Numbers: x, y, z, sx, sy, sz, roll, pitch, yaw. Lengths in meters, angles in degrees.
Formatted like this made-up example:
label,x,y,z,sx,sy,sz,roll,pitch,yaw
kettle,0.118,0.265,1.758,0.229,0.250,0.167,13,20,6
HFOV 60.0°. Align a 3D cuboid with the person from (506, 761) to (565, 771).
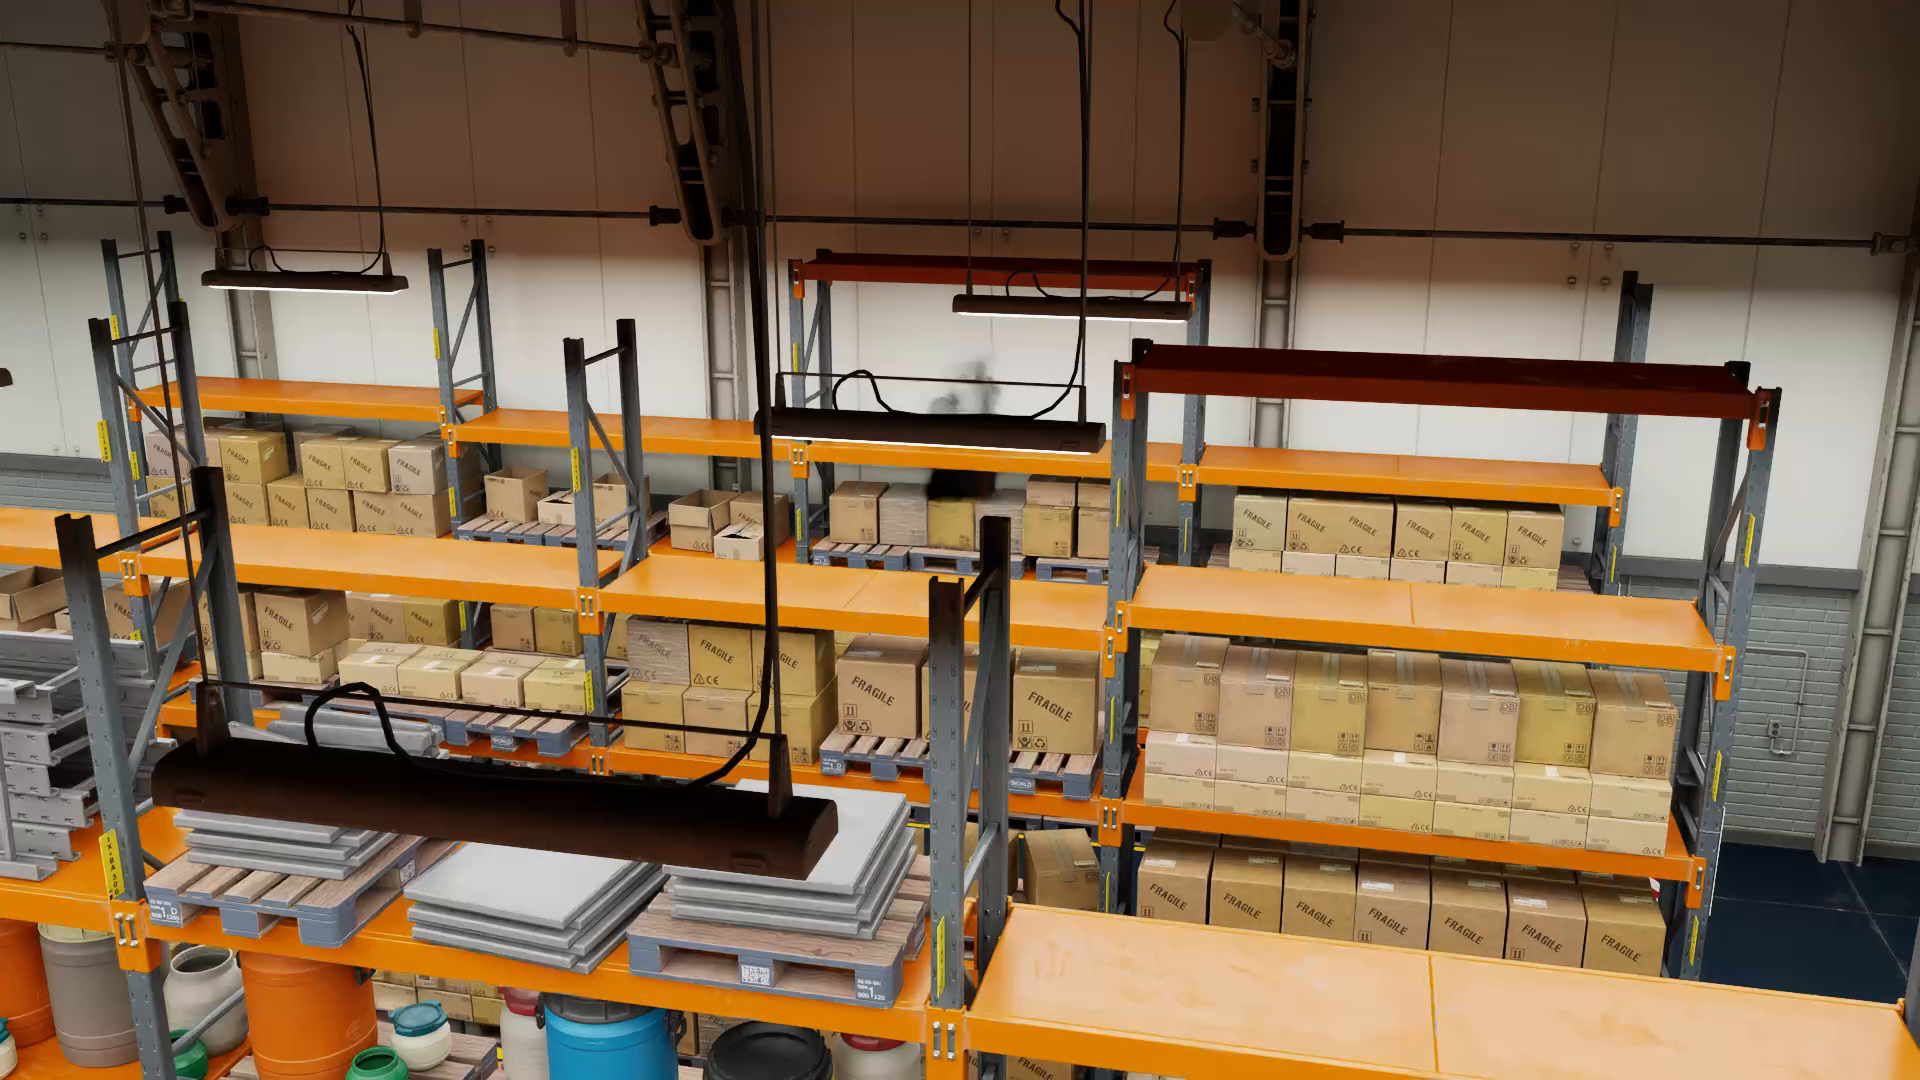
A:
label,x,y,z,sx,sy,sz,roll,pitch,yaw
person,-4.060,2.498,16.197,0.705,1.641,0.503,1,16,3
